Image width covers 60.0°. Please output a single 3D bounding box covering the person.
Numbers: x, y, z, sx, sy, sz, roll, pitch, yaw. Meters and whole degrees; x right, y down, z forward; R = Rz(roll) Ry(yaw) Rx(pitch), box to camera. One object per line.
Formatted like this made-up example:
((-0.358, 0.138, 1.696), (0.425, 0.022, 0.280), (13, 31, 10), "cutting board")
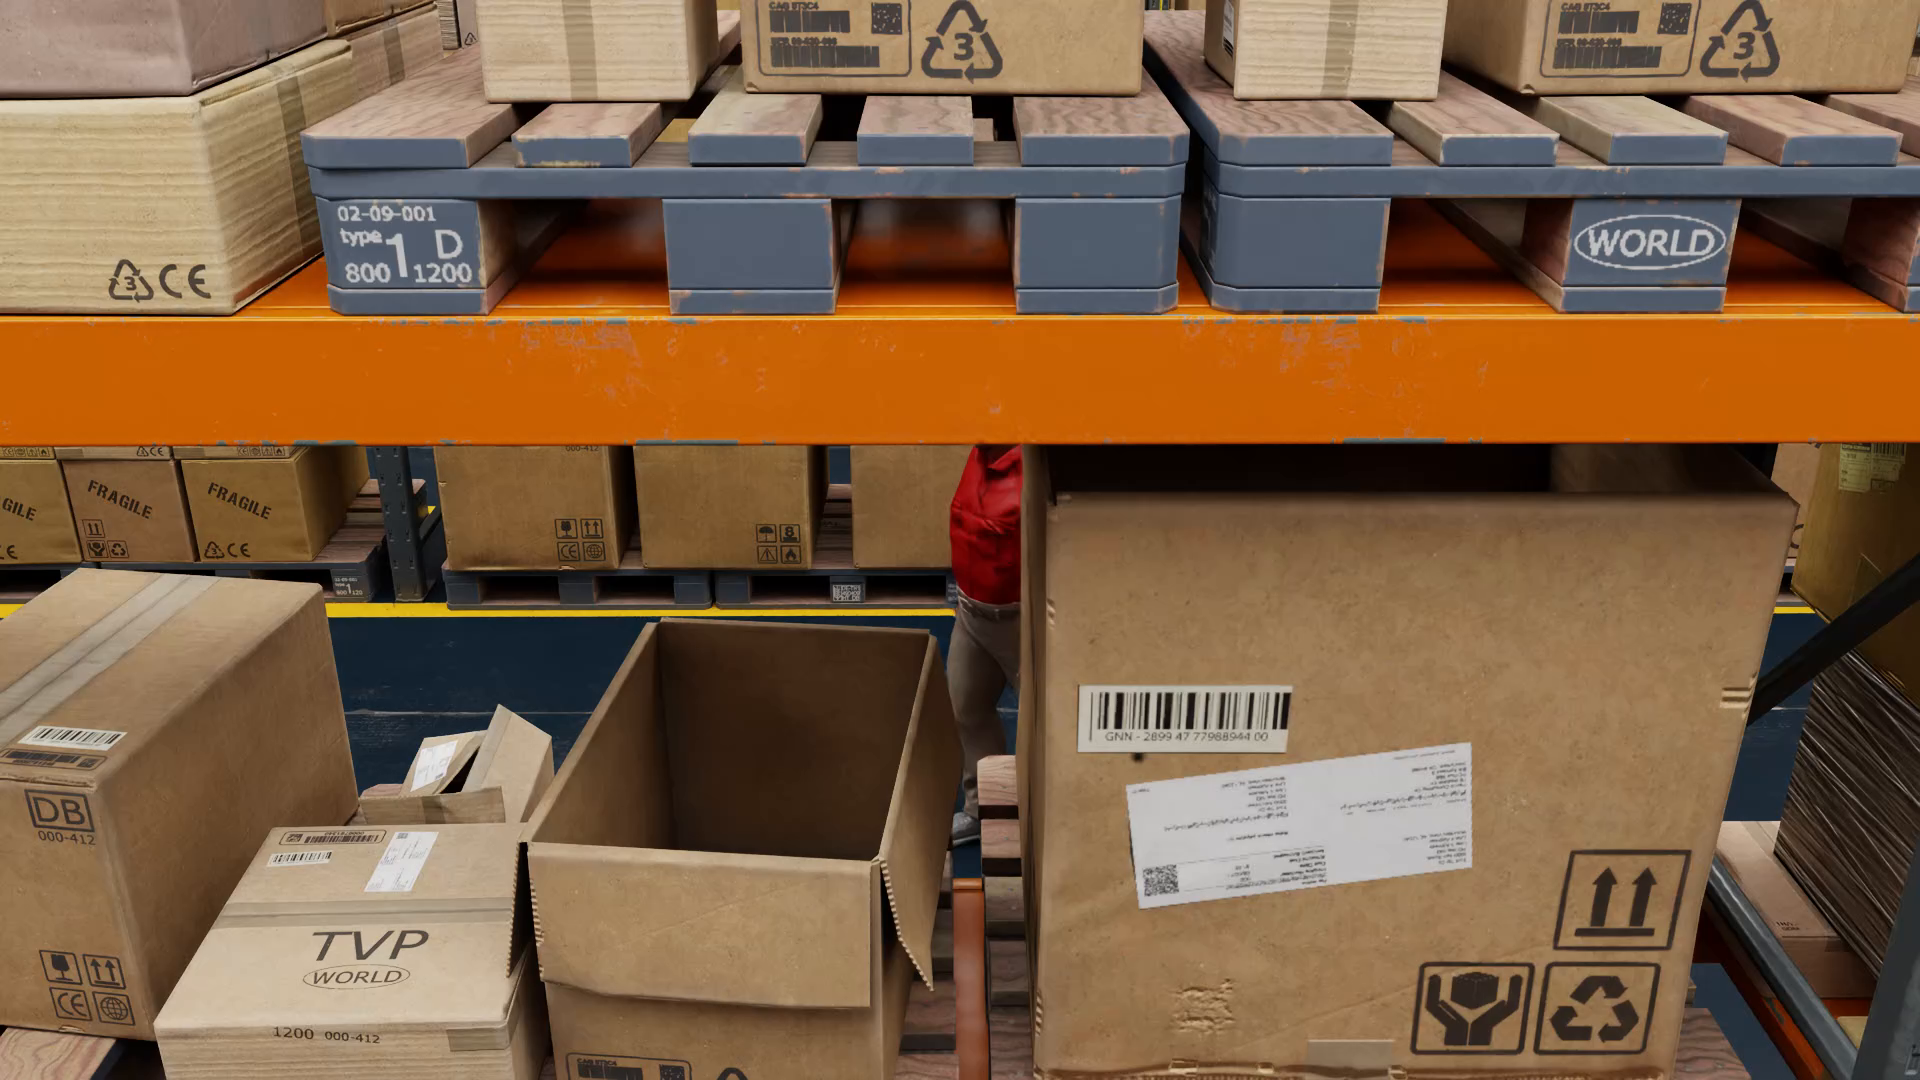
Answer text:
((0.196, 0.254, 5.557), (0.626, 1.716, 0.626), (-15, 28, -31), "person")
